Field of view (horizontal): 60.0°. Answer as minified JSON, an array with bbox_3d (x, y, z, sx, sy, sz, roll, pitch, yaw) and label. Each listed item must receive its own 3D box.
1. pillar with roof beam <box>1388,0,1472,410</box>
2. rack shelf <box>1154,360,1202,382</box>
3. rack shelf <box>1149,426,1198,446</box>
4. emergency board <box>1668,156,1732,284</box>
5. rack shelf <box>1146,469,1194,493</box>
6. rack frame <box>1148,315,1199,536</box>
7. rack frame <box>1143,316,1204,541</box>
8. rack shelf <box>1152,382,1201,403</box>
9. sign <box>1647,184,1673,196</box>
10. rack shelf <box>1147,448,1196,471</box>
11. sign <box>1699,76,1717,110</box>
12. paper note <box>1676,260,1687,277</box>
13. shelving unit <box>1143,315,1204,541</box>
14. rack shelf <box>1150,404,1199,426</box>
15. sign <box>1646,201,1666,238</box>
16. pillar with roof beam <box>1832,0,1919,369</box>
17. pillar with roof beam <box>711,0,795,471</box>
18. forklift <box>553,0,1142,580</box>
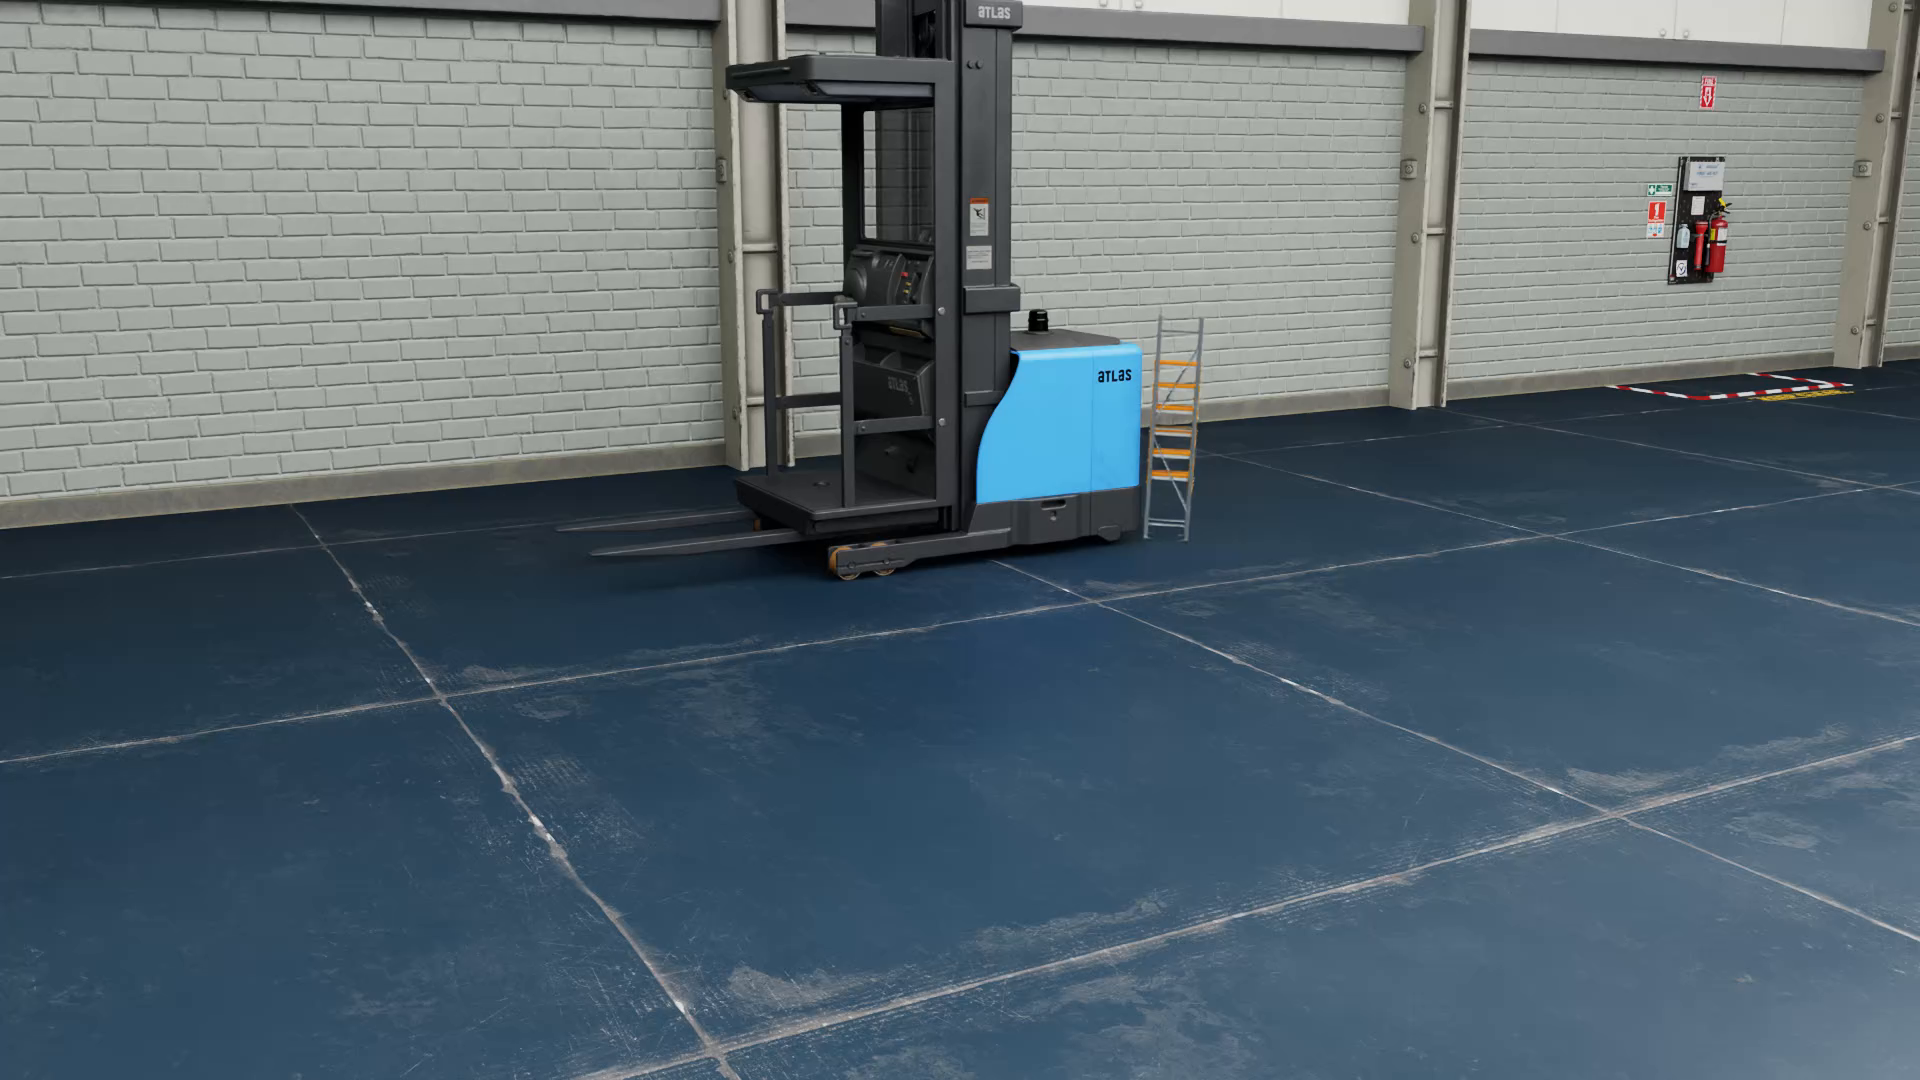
[{"bbox_3d":[5.958,-4.706,9.526,0.400,9.000,9.100,-7,14,-28],"label":"pillar with roof beam"},{"bbox_3d":[1.176,-0.918,8.975,0.258,0.103,0.180,4,9,8],"label":"rack shelf"},{"bbox_3d":[1.157,-0.563,9.031,0.258,0.103,0.180,4,9,8],"label":"rack shelf"},{"bbox_3d":[6.975,-2.988,15.554,0.643,1.169,0.194,-7,14,-28],"label":"emergency board"},{"bbox_3d":[1.145,-0.326,9.068,0.258,0.103,0.180,4,9,8],"label":"rack shelf"},{"bbox_3d":[1.173,-0.620,9.113,0.240,1.200,0.006,4,9,8],"label":"rack frame"},{"bbox_3d":[1.147,-0.593,8.934,0.240,1.200,0.006,4,9,8],"label":"rack frame"},{"bbox_3d":[1.170,-0.800,8.993,0.258,0.103,0.180,4,9,8],"label":"rack shelf"},{"bbox_3d":[6.448,-3.224,15.316,0.331,0.109,0.001,-7,14,-28],"label":"sign"},{"bbox_3d":[1.151,-0.444,9.049,0.258,0.103,0.180,4,9,8],"label":"rack shelf"},{"bbox_3d":[6.920,-4.137,15.381,0.199,0.298,0.001,-7,14,-28],"label":"sign"},{"bbox_3d":[6.786,-2.553,15.627,0.142,0.148,0.016,-7,14,-28],"label":"paper note"},{"bbox_3d":[1.160,-0.607,9.024,0.258,1.200,0.189,4,9,8],"label":"shelving unit"},{"bbox_3d":[1.164,-0.681,9.012,0.258,0.103,0.180,4,9,8],"label":"rack shelf"},{"bbox_3d":[6.440,-2.967,15.380,0.234,0.329,0.001,-7,14,-28],"label":"sign"},{"bbox_3d":[11.225,-5.338,12.331,0.400,9.000,9.100,-7,14,-28],"label":"pillar with roof beam"},{"bbox_3d":[0.692,-4.075,6.722,0.400,9.000,9.100,-7,14,-28],"label":"pillar with roof beam"},{"bbox_3d":[-0.554,-1.364,8.494,3.031,2.935,1.130,-7,14,-28],"label":"forklift"}]
